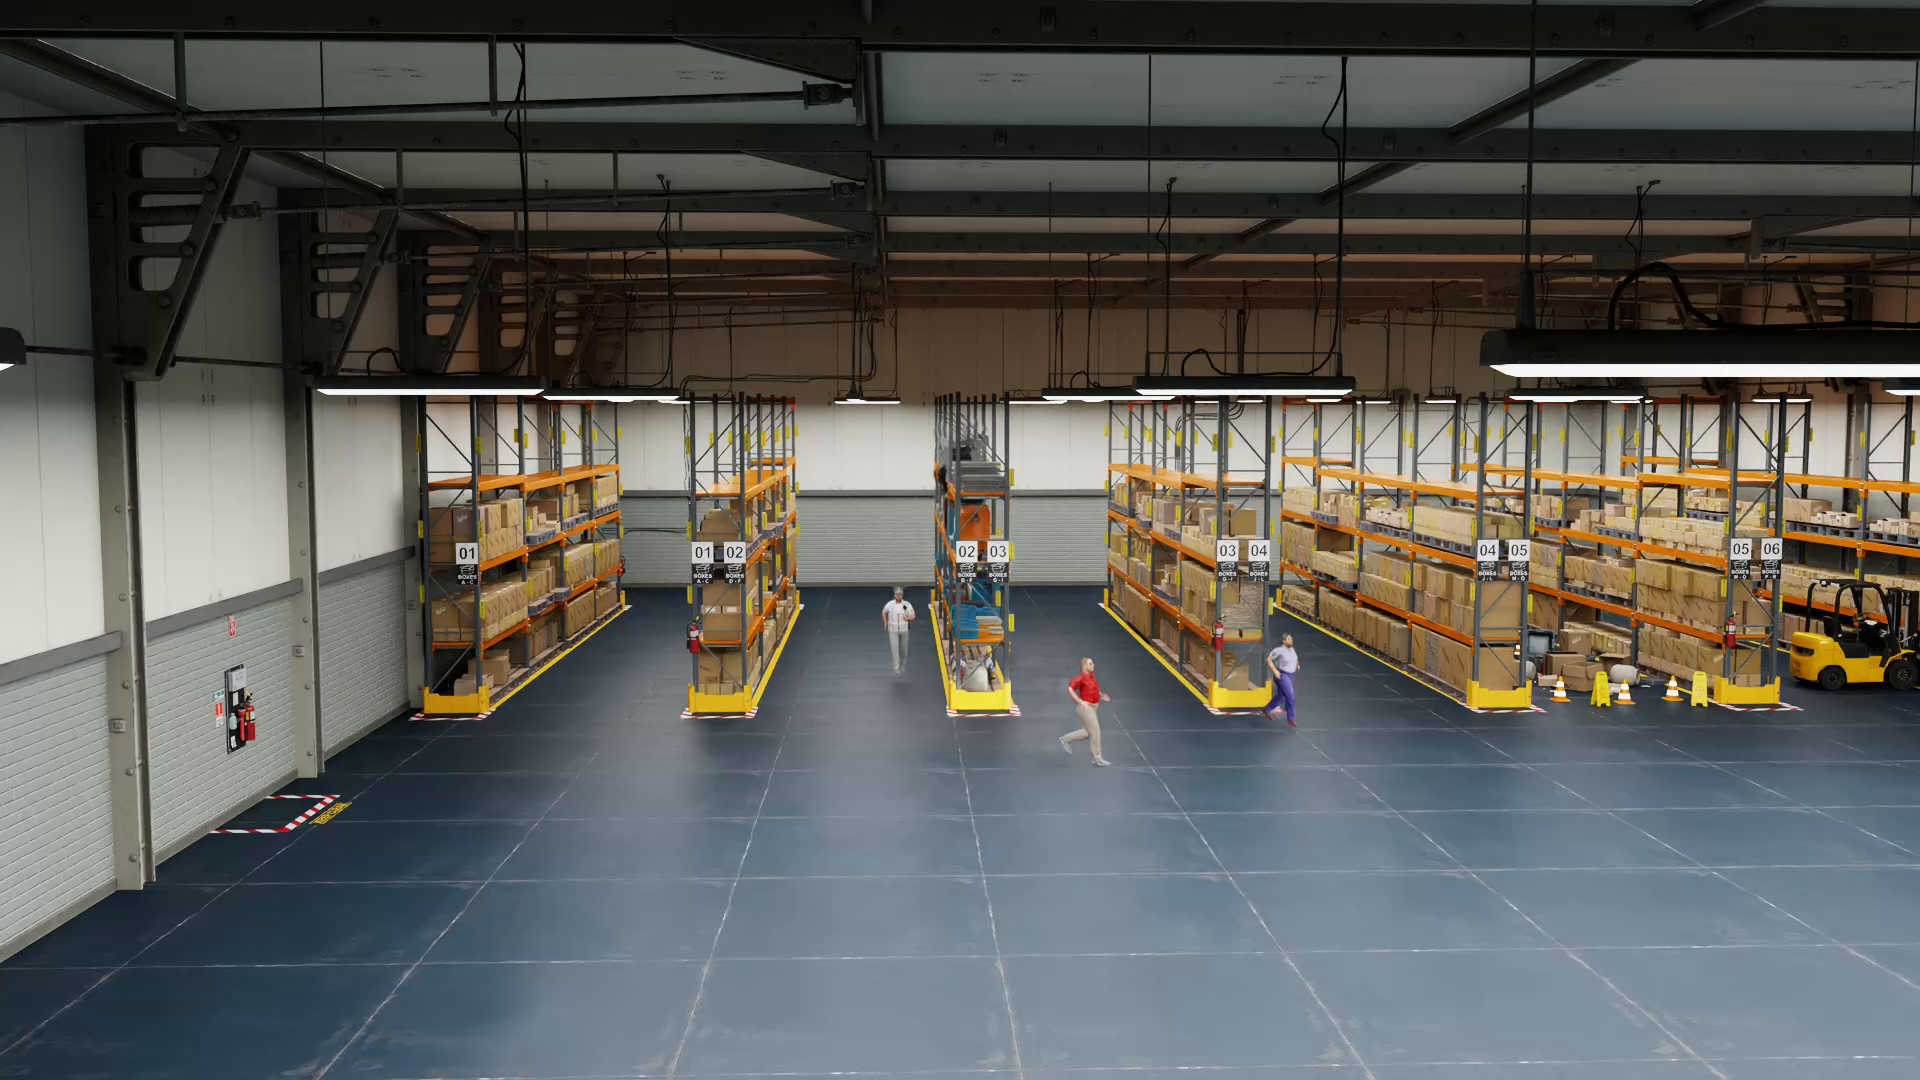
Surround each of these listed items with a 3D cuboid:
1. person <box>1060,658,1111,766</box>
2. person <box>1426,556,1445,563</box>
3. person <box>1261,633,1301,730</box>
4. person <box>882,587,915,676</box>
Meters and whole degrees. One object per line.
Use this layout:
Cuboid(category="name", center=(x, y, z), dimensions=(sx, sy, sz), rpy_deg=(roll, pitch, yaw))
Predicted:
Cuboid(category="person", center=(2.014, 2.745, 26.676), dimensions=(0.878, 1.731, 0.663), rpy_deg=(2, 5, 22))
Cuboid(category="person", center=(14.182, 0.888, 49.352), dimensions=(0.854, 1.805, 0.703), rpy_deg=(1, 5, 15))
Cuboid(category="person", center=(5.817, 2.502, 29.870), dimensions=(0.871, 1.673, 0.612), rpy_deg=(4, 6, 39))
Cuboid(category="person", center=(-1.247, 1.864, 33.858), dimensions=(0.672, 1.819, 0.901), rpy_deg=(0, 5, -5))
